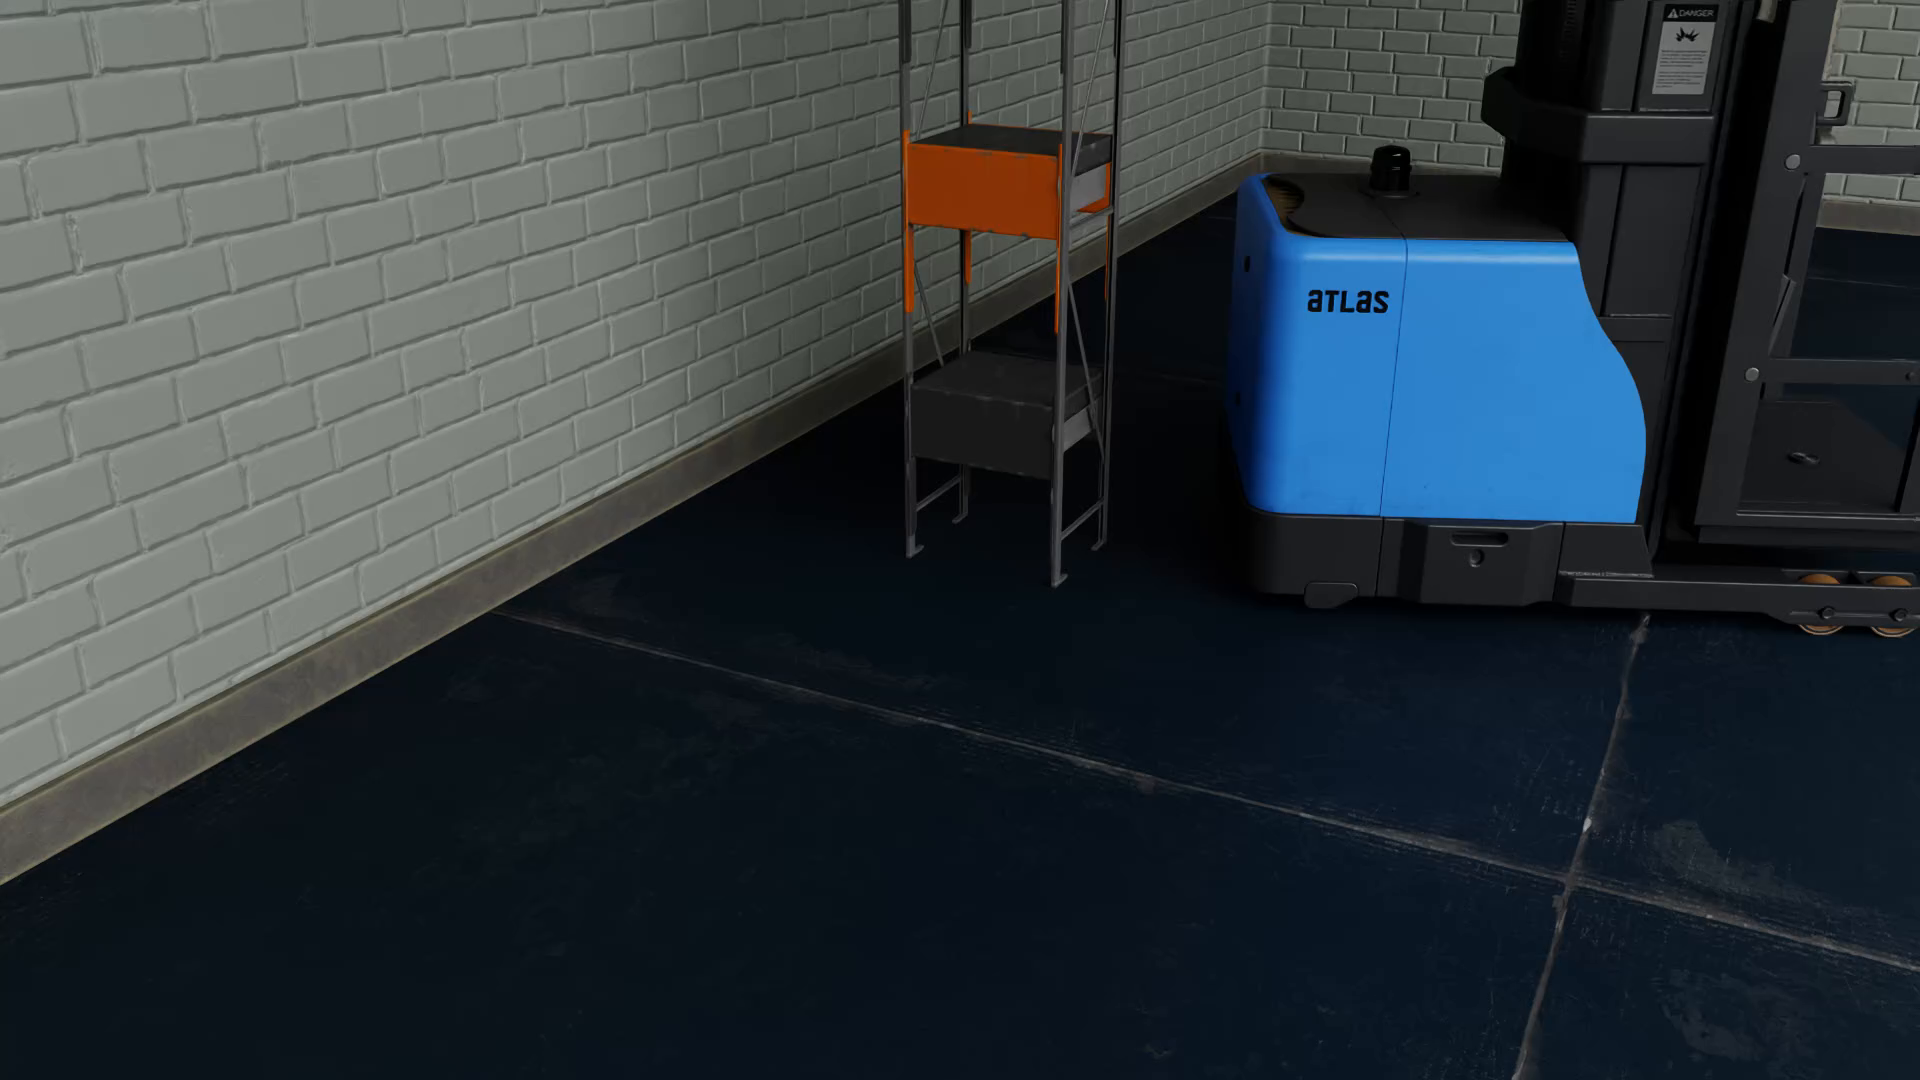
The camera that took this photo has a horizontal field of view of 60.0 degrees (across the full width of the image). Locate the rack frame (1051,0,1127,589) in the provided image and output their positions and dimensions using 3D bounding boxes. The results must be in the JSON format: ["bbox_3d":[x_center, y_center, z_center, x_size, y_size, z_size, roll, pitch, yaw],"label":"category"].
[{"bbox_3d":[0.365,-0.894,4.669,0.015,2.100,0.400,11,25,25],"label":"rack frame"}]

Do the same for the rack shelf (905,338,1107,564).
[{"bbox_3d":[0.148,-0.280,5.050,0.480,0.518,0.431,11,25,25],"label":"rack shelf"}]

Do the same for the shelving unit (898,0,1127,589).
[{"bbox_3d":[0.148,-0.937,4.770,0.503,2.100,0.431,11,25,25],"label":"shelving unit"}]

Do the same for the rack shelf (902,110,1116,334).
[{"bbox_3d":[0.148,-0.924,4.776,0.480,0.518,0.431,11,25,25],"label":"rack shelf"}]

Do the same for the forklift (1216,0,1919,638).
[{"bbox_3d":[2.340,-1.295,4.550,3.031,2.935,1.130,2,23,4],"label":"forklift"}]

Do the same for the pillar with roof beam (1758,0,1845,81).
[{"bbox_3d":[2.600,-4.419,4.142,0.400,9.000,9.100,11,25,25],"label":"pillar with roof beam"}]

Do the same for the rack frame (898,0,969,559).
[{"bbox_3d":[-0.070,-0.980,4.872,0.015,2.100,0.400,11,25,25],"label":"rack frame"}]

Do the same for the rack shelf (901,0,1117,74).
[{"bbox_3d":[0.148,-1.569,4.502,0.480,0.518,0.431,11,25,25],"label":"rack shelf"}]
